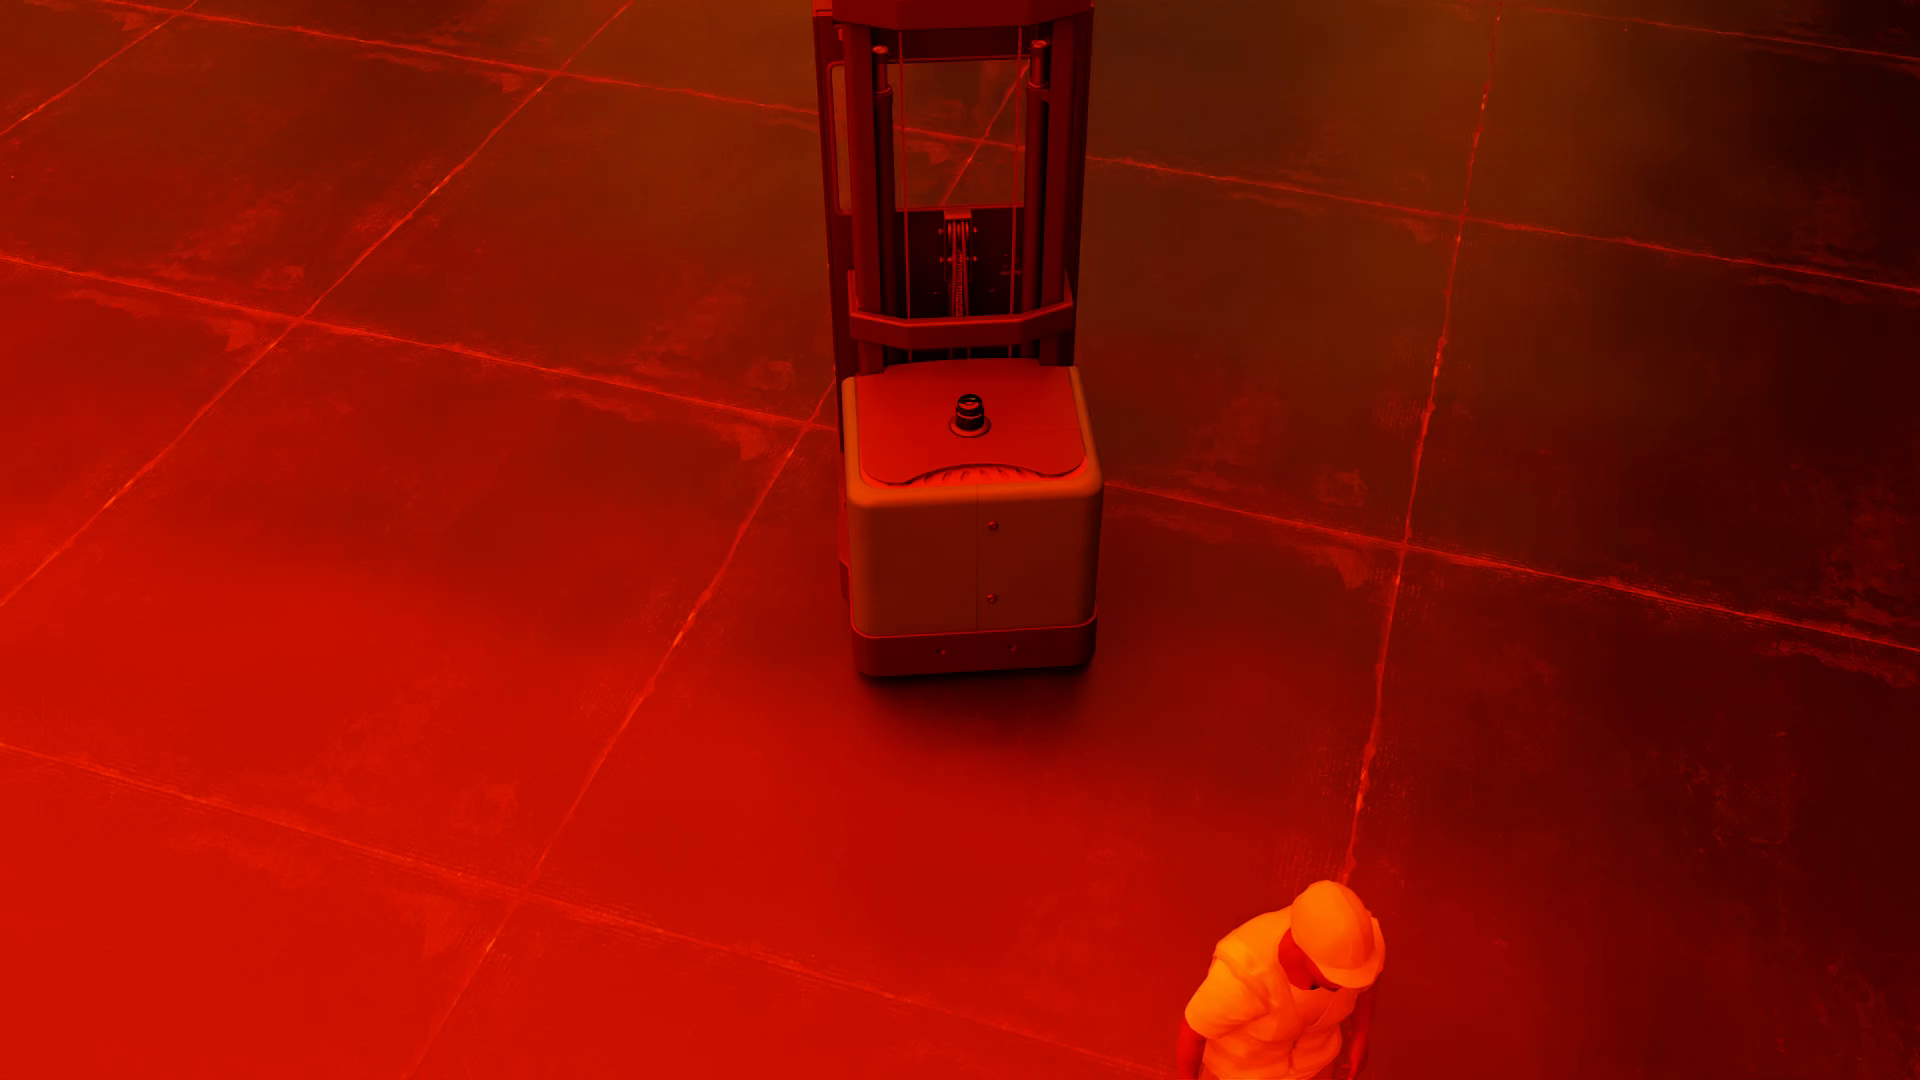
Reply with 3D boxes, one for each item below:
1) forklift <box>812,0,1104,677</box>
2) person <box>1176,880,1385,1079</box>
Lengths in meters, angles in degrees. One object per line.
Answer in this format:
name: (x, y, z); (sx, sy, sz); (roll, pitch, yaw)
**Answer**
forklift: (-0.048, -1.486, 7.287); (1.130, 2.935, 3.031); (-3, 43, -3)
person: (0.929, 1.537, 4.900); (0.634, 1.759, 0.460); (-12, 44, -13)
